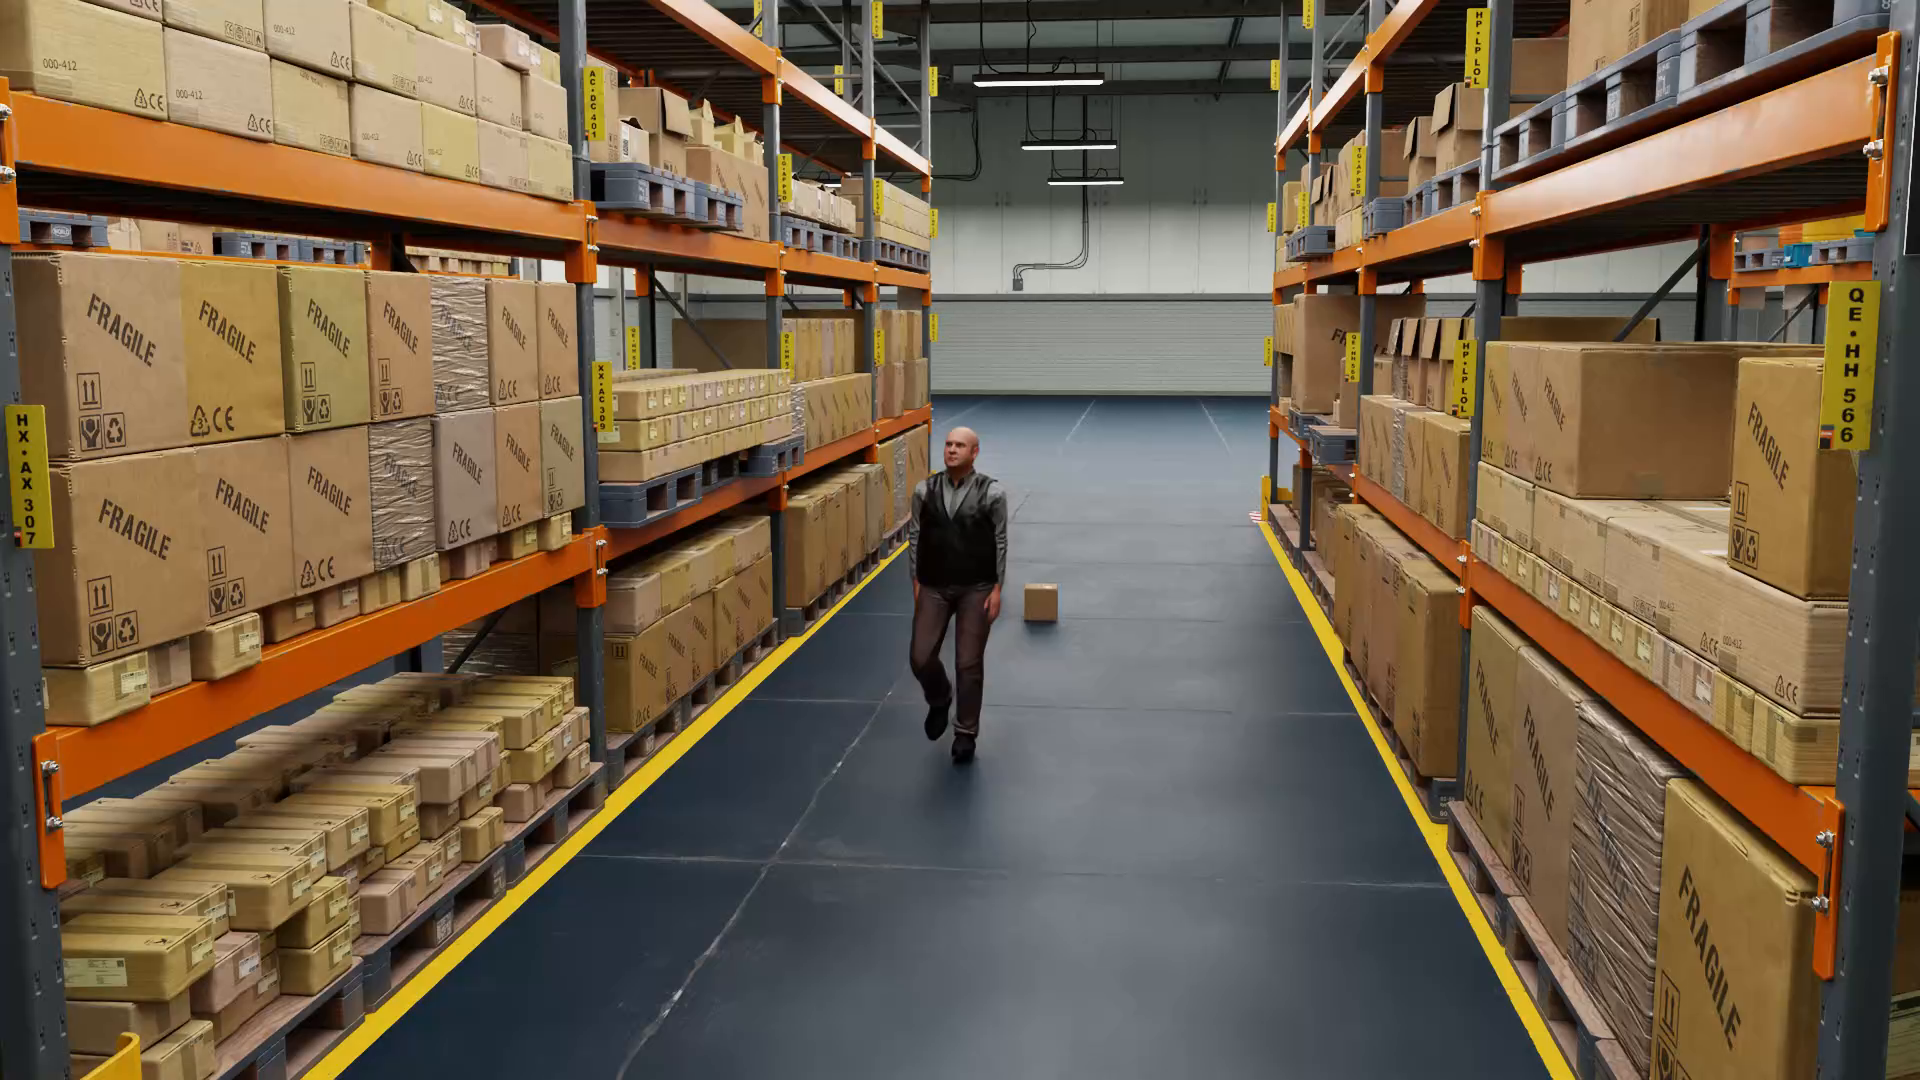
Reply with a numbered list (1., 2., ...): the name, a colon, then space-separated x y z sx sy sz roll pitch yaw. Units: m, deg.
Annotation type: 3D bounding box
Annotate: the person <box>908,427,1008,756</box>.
1. person: -0.016 0.259 8.758 0.536 1.711 0.502 1 8 11
